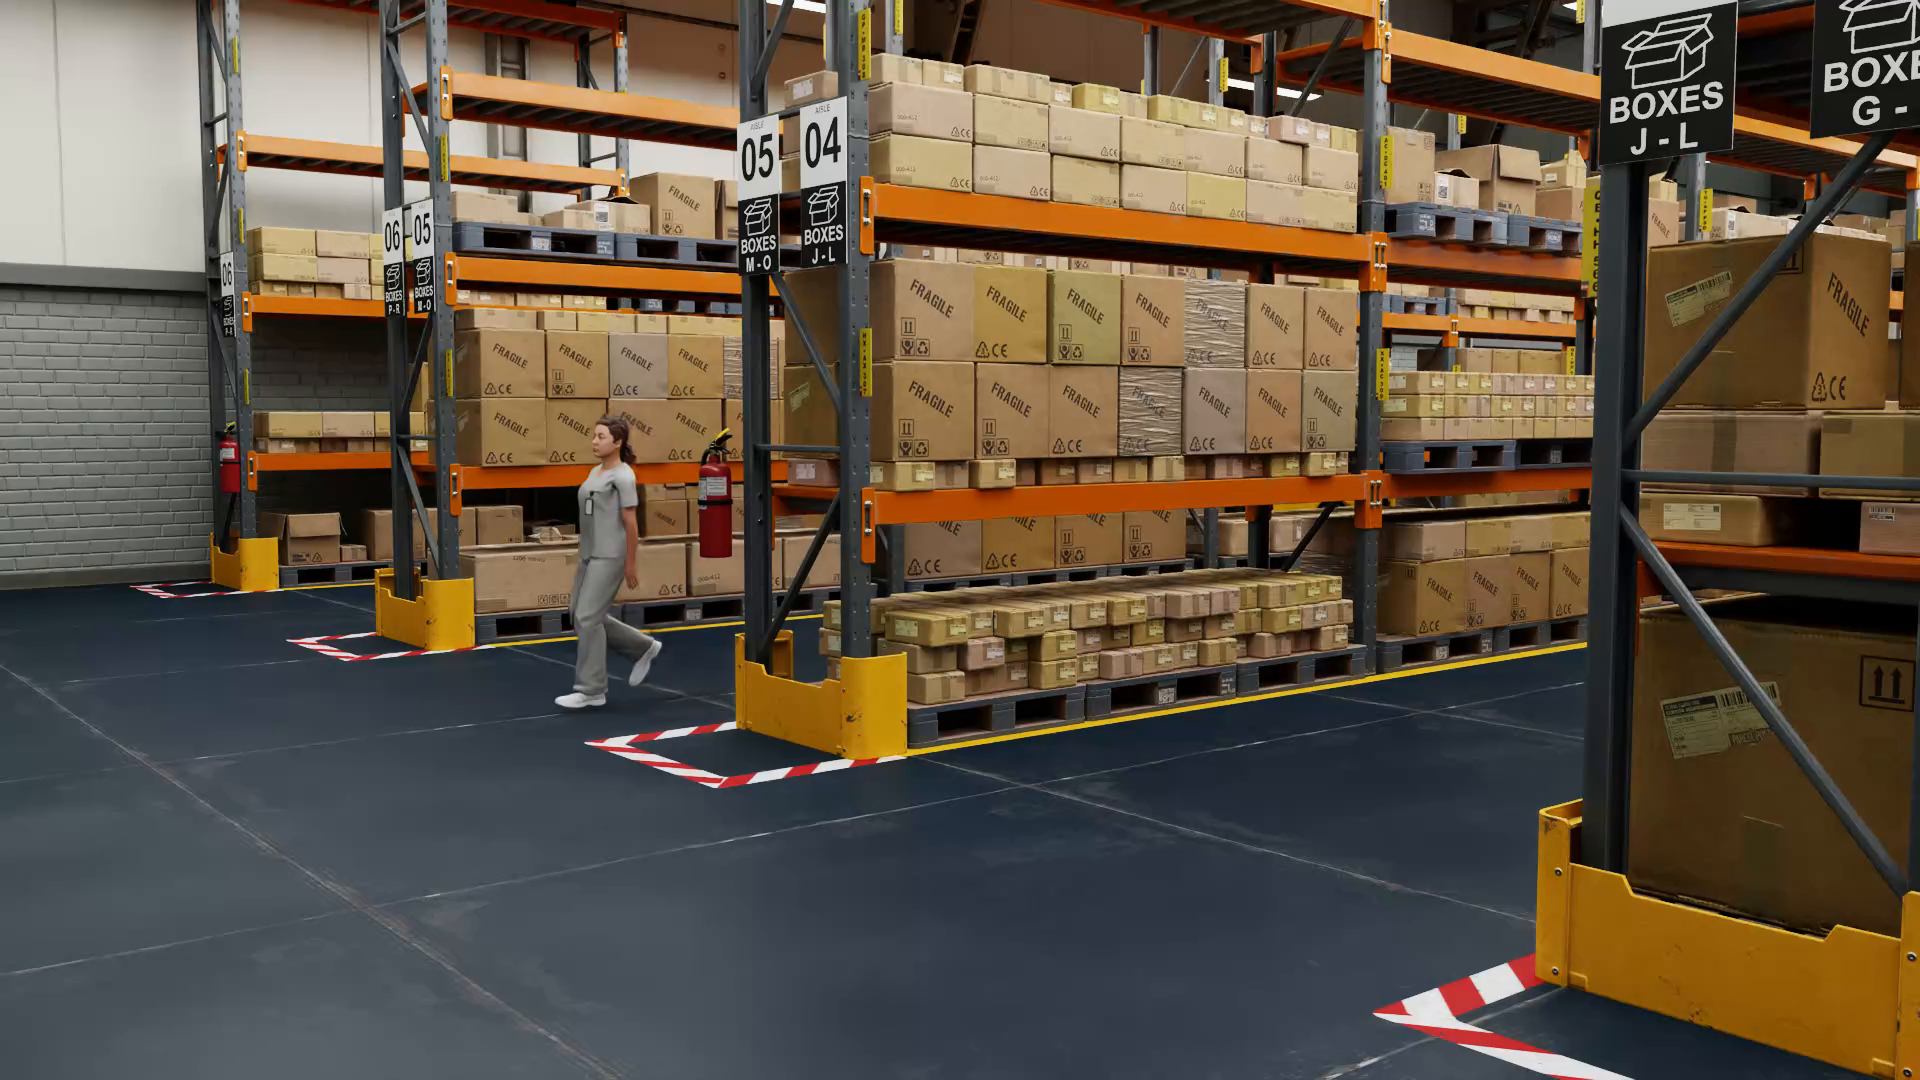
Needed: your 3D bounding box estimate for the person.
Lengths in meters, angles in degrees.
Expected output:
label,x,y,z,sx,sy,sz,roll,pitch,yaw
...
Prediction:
label,x,y,z,sx,sy,sz,roll,pitch,yaw
person,-2.006,0.116,9.534,0.708,1.645,0.443,-3,5,-36
